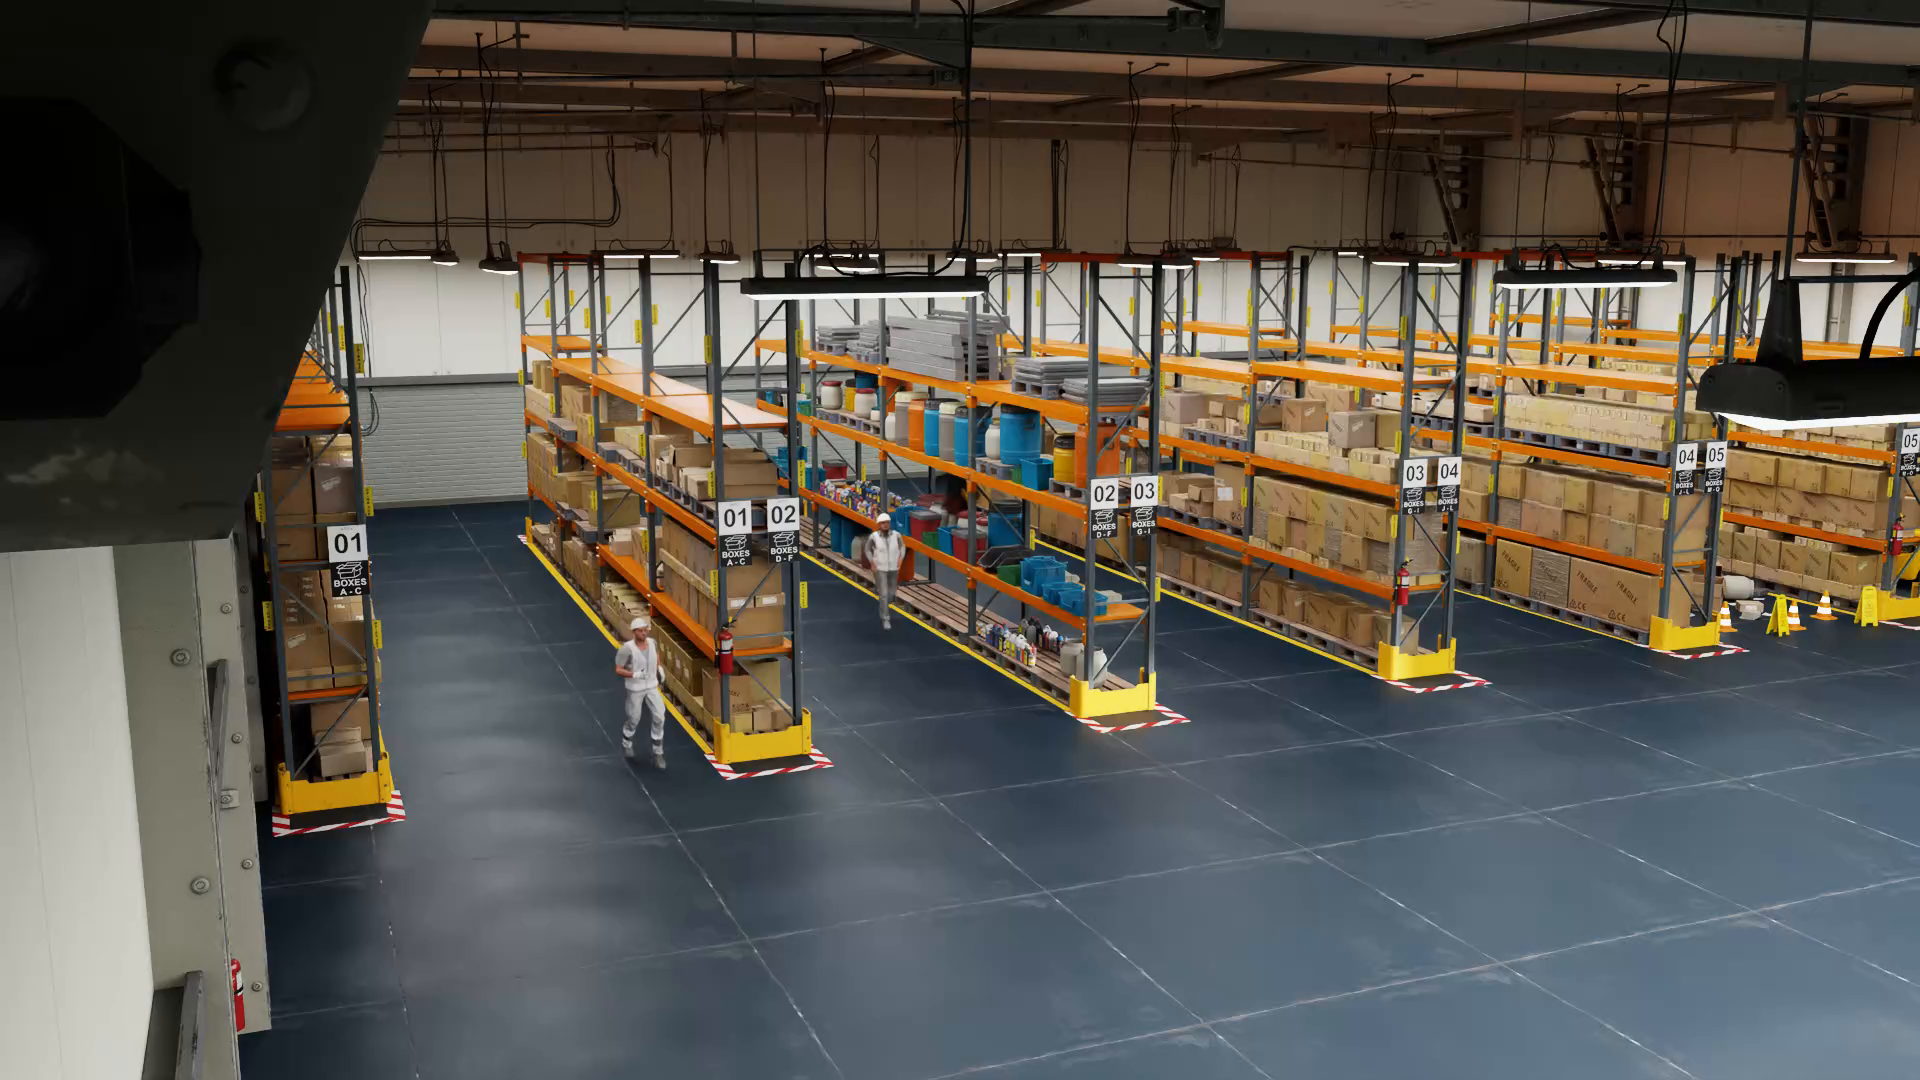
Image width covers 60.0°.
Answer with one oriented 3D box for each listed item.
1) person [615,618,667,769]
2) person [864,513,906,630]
[{"bbox_3d":[-3.853,1.834,20.081,0.690,1.859,0.757,-8,13,-36],"label":"person"},{"bbox_3d":[-1.166,0.459,26.067,0.662,1.804,0.718,-3,11,-18],"label":"person"}]
